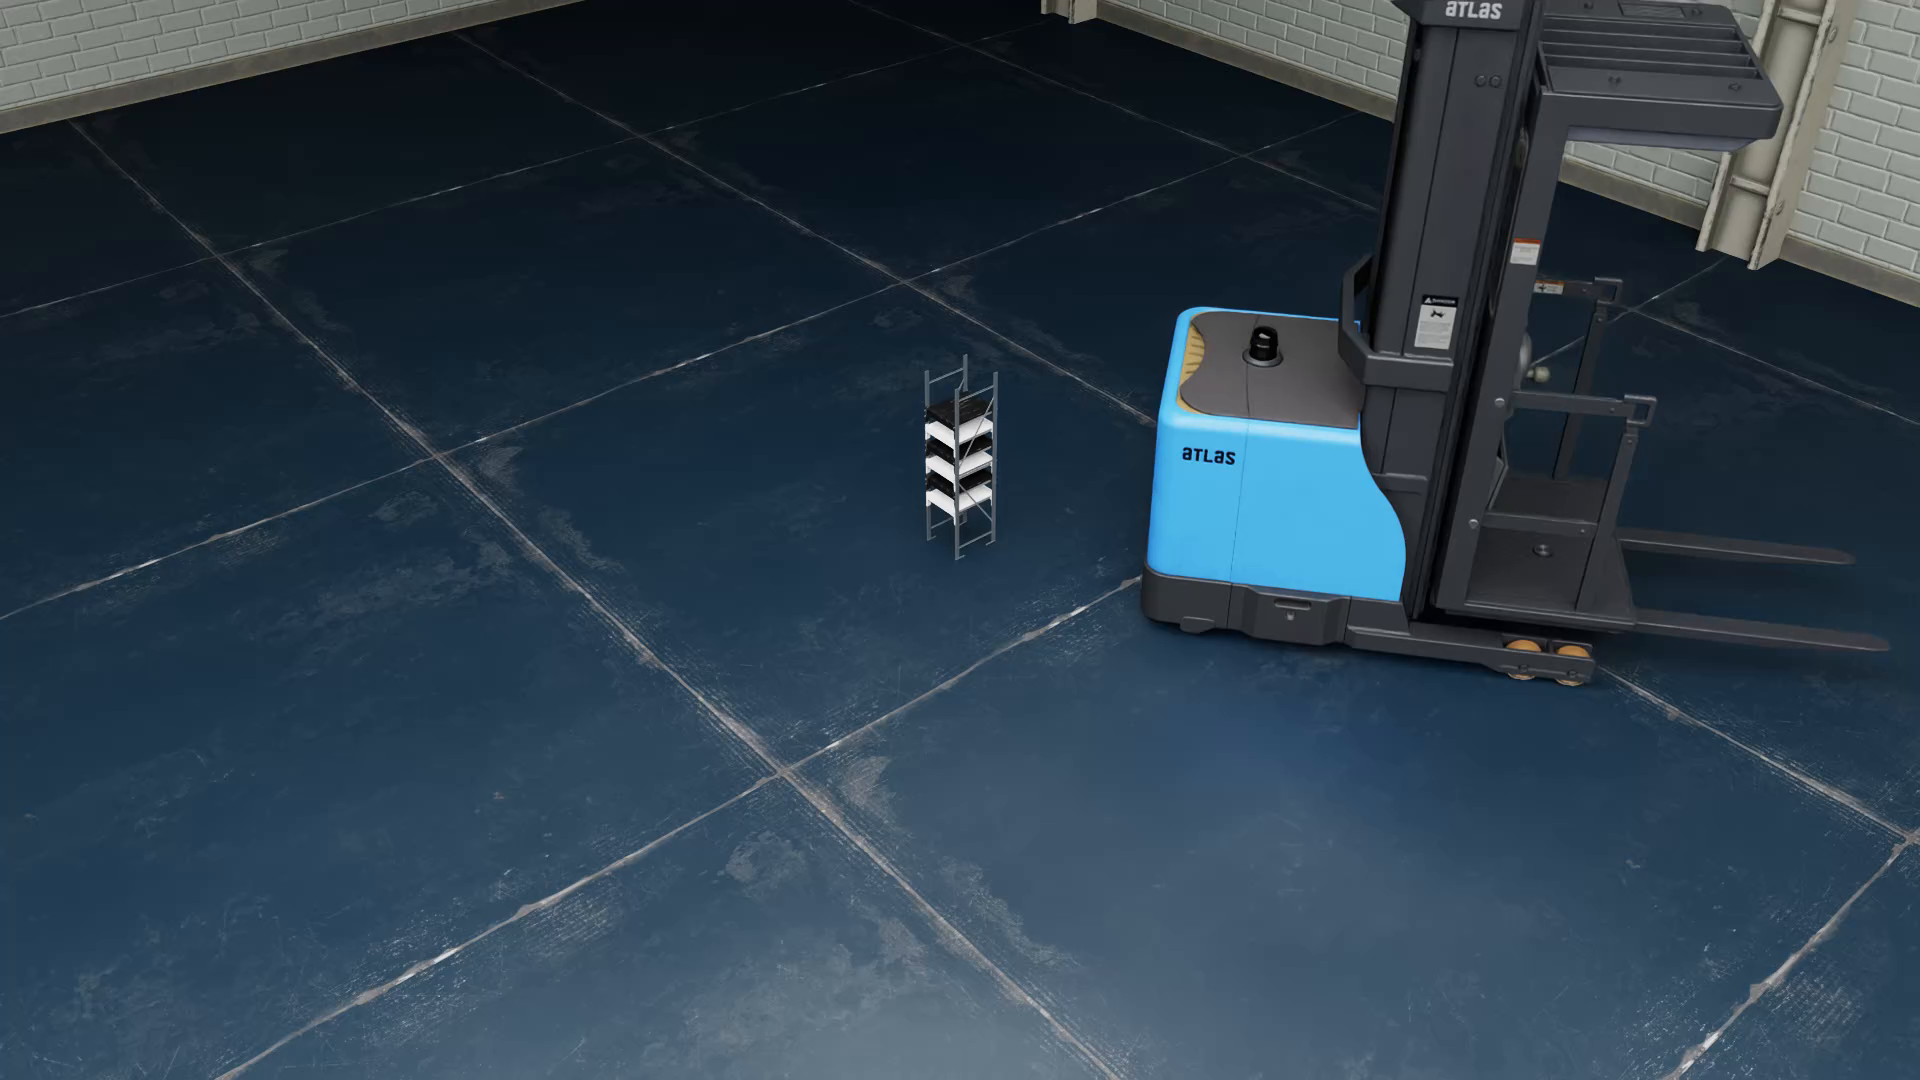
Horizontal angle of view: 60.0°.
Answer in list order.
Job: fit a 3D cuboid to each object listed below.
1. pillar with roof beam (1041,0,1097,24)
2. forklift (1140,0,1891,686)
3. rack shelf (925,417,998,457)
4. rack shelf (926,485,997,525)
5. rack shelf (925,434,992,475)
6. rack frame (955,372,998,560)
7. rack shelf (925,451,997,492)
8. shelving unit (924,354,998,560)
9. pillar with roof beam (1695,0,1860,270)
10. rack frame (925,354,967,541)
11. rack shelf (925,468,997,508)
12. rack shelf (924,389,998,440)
[{"bbox_3d":[-2.366,-6.489,9.126,9.100,9.000,0.400,-26,43,-32],"label":"pillar with roof beam"},{"bbox_3d":[2.352,-0.928,6.524,3.031,2.935,1.130,7,36,9],"label":"forklift"},{"bbox_3d":[0.005,-0.483,7.400,0.258,0.077,0.200,-26,43,-32],"label":"rack shelf"},{"bbox_3d":[0.005,-0.190,7.608,0.258,0.077,0.200,-26,43,-32],"label":"rack shelf"},{"bbox_3d":[0.005,-0.410,7.452,0.258,0.077,0.200,-26,43,-32],"label":"rack shelf"},{"bbox_3d":[0.071,-0.319,7.421,0.240,0.900,0.006,-26,43,-32],"label":"rack frame"},{"bbox_3d":[0.005,-0.336,7.504,0.258,0.077,0.200,-26,43,-32],"label":"rack shelf"},{"bbox_3d":[0.005,-0.364,7.485,0.258,0.900,0.210,-26,43,-32],"label":"shelving unit"},{"bbox_3d":[1.506,-3.840,5.385,9.100,9.000,0.400,-26,43,-32],"label":"pillar with roof beam"},{"bbox_3d":[-0.060,-0.409,7.548,0.240,0.900,0.006,-26,43,-32],"label":"rack frame"},{"bbox_3d":[0.005,-0.263,7.556,0.258,0.077,0.200,-26,43,-32],"label":"rack shelf"},{"bbox_3d":[0.005,-0.557,7.348,0.258,0.077,0.200,-26,43,-32],"label":"rack shelf"}]
